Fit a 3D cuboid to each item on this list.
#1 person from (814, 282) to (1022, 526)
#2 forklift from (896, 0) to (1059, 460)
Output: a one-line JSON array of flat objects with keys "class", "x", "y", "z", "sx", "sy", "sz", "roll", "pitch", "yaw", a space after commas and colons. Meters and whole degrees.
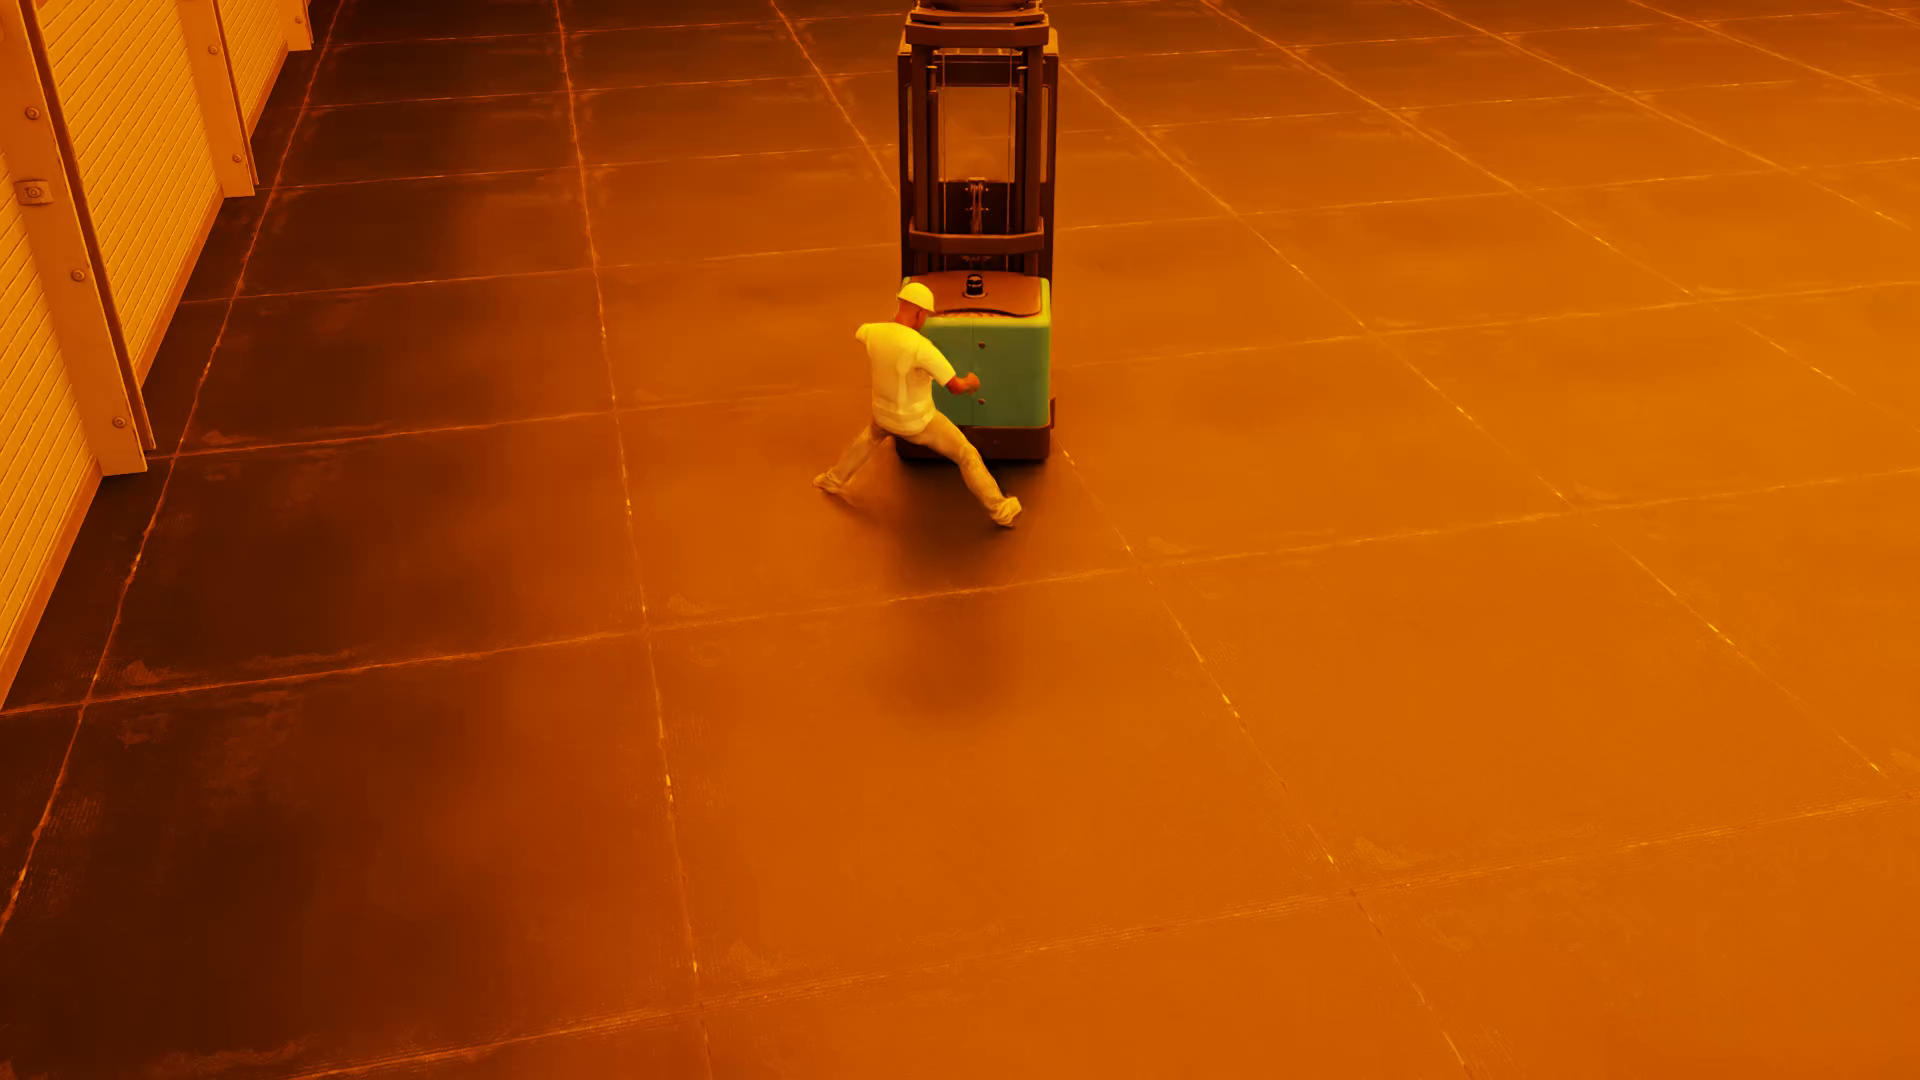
[{"class": "person", "x": -0.284, "y": -0.922, "z": 10.538, "sx": 1.310, "sy": 1.555, "sz": 0.831, "roll": 25, "pitch": 38, "yaw": 36}, {"class": "forklift", "x": 0.129, "y": -2.516, "z": 11.921, "sx": 1.130, "sy": 2.935, "sz": 3.031, "roll": 1, "pitch": 30, "yaw": 1}]
